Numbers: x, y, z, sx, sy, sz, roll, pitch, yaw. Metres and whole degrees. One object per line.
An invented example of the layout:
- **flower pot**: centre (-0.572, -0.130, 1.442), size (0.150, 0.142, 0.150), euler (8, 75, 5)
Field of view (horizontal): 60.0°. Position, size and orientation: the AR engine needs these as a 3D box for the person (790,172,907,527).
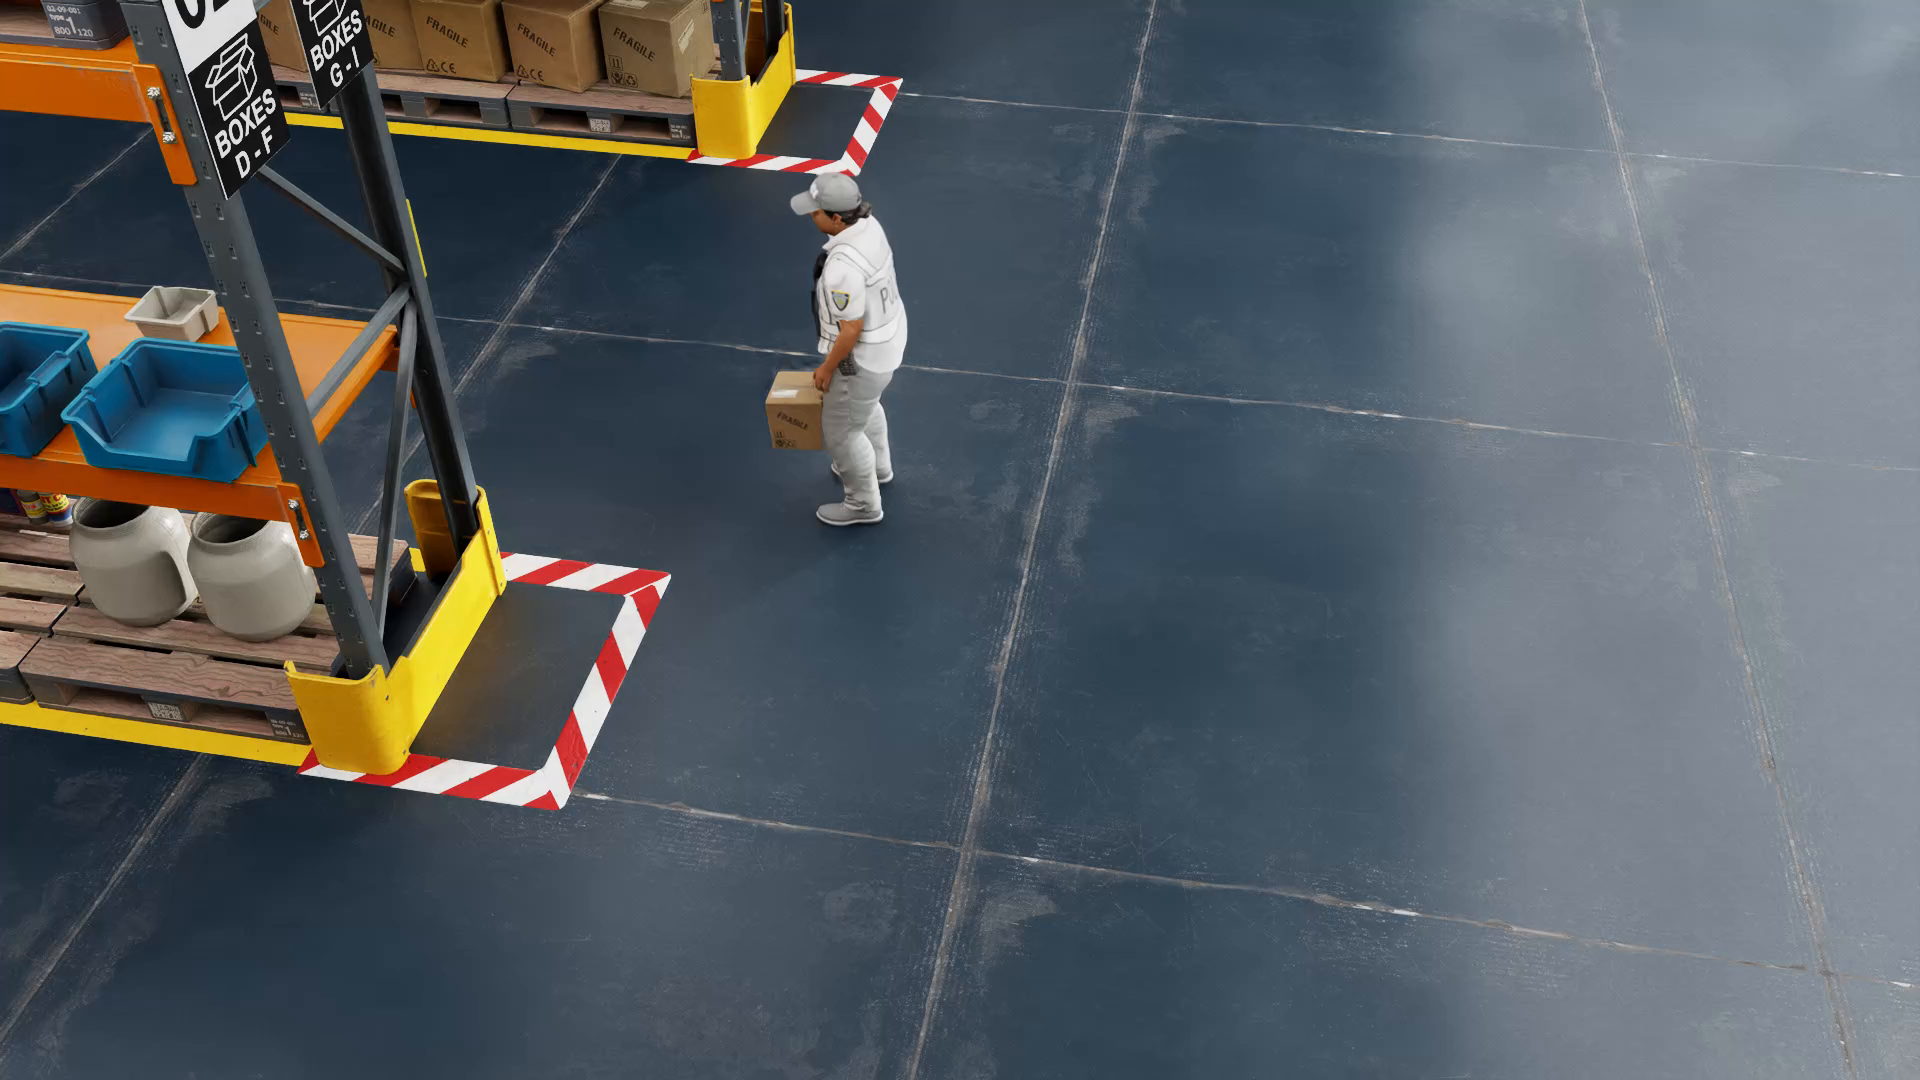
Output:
- **person**: centre (-0.454, -0.817, 7.096), size (0.439, 1.670, 0.526), euler (6, 41, 6)
